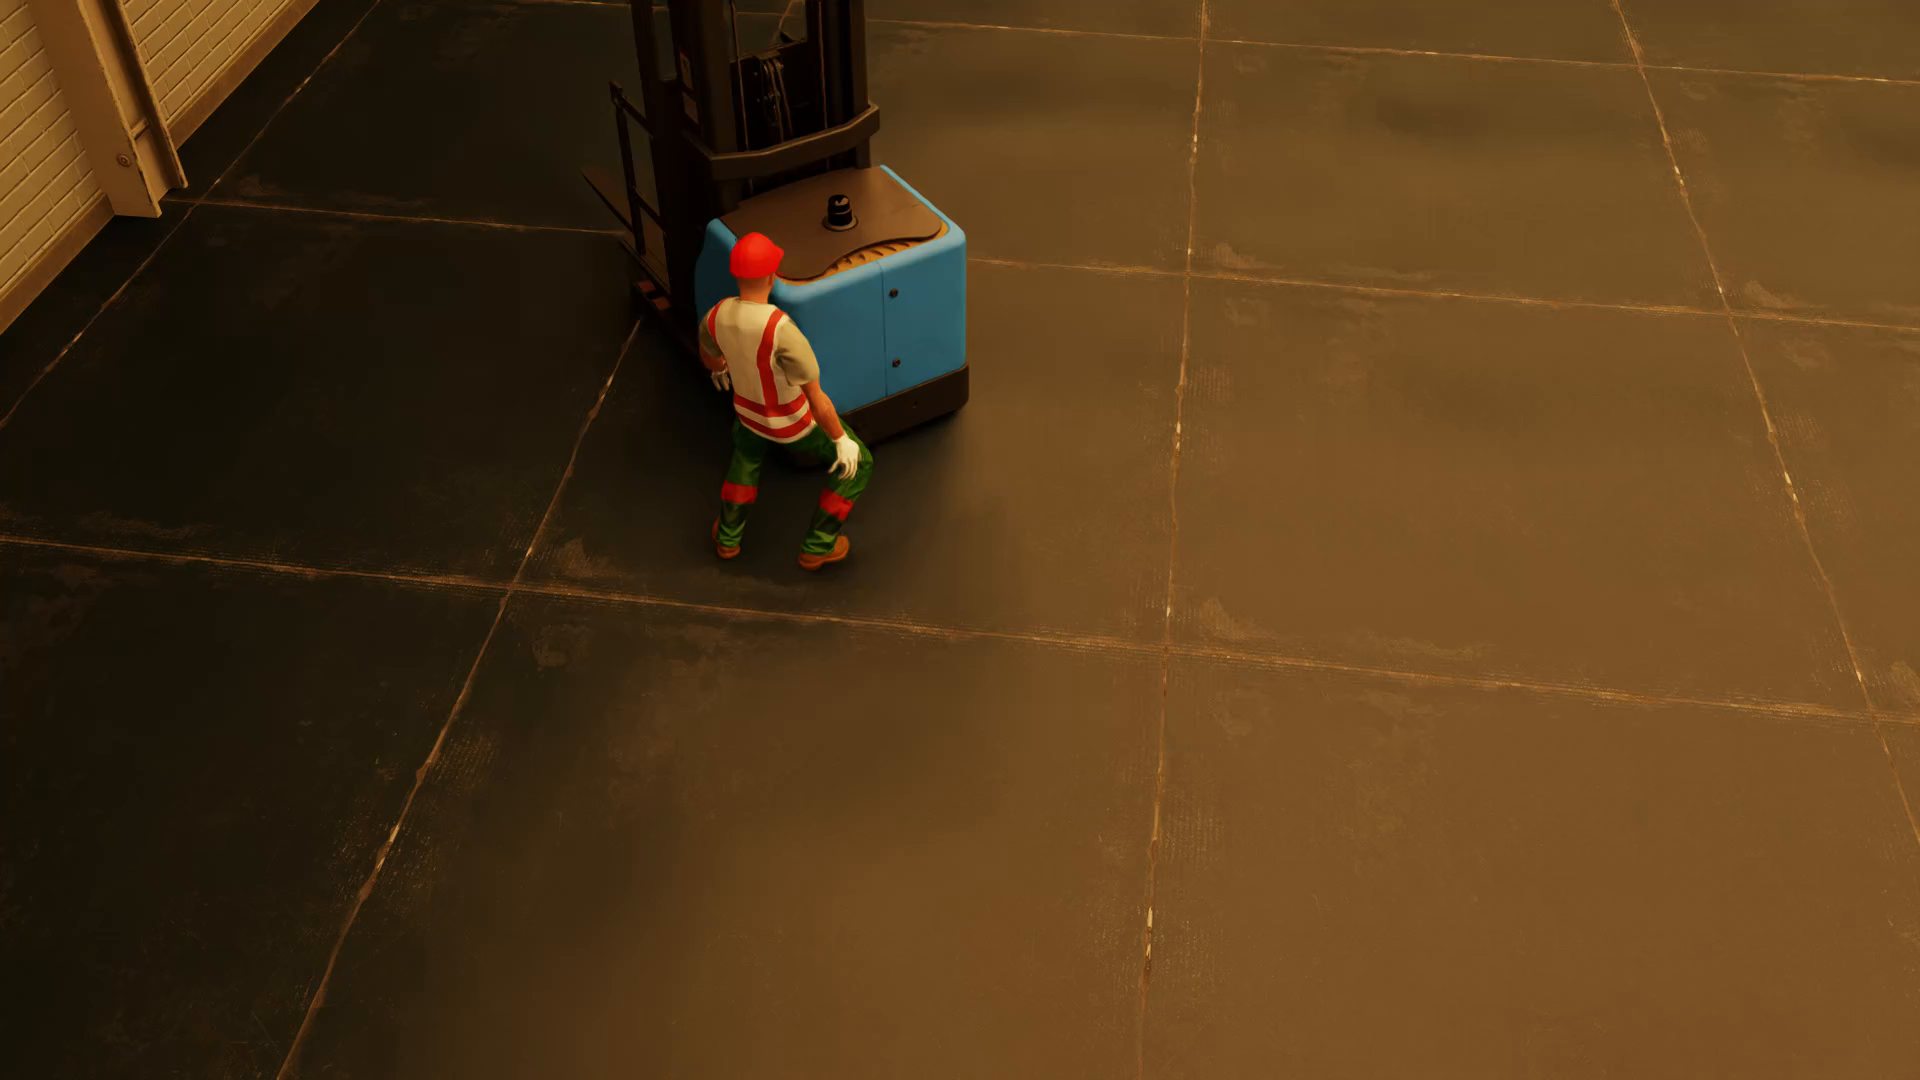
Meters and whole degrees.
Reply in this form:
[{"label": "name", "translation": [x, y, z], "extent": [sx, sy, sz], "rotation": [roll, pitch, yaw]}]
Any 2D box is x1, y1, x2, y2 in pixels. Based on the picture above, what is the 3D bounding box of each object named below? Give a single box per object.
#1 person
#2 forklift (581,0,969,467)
[{"label": "person", "translation": [-0.784, -0.585, 7.299], "extent": [0.949, 1.678, 0.553], "rotation": [28, 50, 27]}, {"label": "forklift", "translation": [-1.175, -2.409, 8.347], "extent": [1.130, 2.935, 3.031], "rotation": [-24, 48, -24]}]
